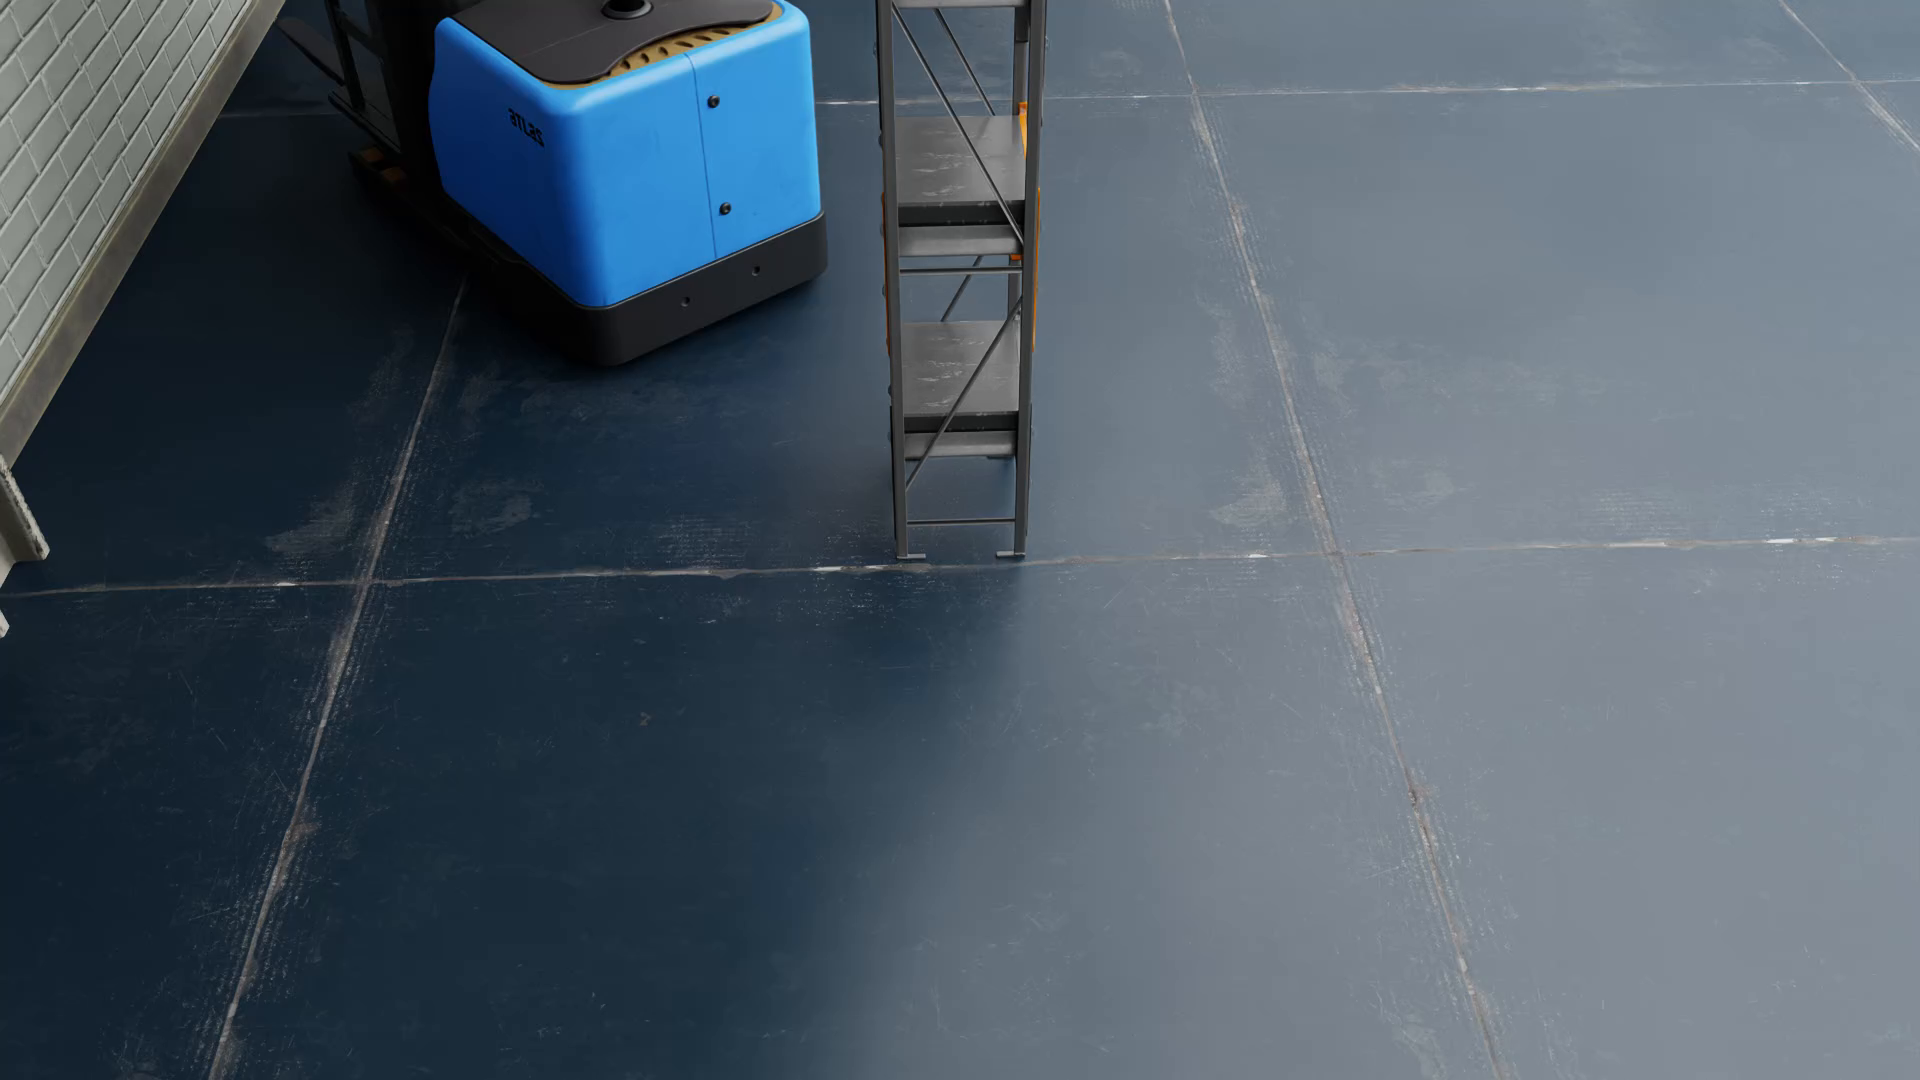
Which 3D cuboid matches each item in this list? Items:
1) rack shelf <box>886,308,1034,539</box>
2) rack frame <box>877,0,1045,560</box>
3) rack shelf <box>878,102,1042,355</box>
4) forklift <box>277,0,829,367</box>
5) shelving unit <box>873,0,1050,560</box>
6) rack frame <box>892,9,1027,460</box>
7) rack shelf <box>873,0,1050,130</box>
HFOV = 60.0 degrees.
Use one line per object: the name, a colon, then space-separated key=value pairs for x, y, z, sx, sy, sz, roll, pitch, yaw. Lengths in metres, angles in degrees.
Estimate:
rack shelf: x=-0.007 y=-0.360 z=5.145 sx=0.431 sy=0.518 sz=0.480 roll=-2 pitch=43 yaw=-2
rack frame: x=0.003 y=-0.721 z=4.483 sx=0.400 sy=2.100 sz=0.015 roll=-2 pitch=43 yaw=-2
rack shelf: x=-0.007 y=-0.876 z=4.672 sx=0.431 sy=0.518 sz=0.480 roll=-2 pitch=43 yaw=-2
forklift: x=-1.832 y=-2.611 z=5.930 sx=1.130 sy=2.935 sz=3.031 roll=-30 pitch=50 yaw=-29
shelving unit: x=-0.007 y=-0.886 z=4.662 sx=0.431 sy=2.100 sz=0.503 roll=-2 pitch=43 yaw=-2
rack frame: x=-0.017 y=-1.051 z=4.842 sx=0.400 sy=2.100 sz=0.015 roll=-2 pitch=43 yaw=-2
rack shelf: x=-0.007 y=-1.392 z=4.199 sx=0.431 sy=0.518 sz=0.480 roll=-2 pitch=43 yaw=-2
